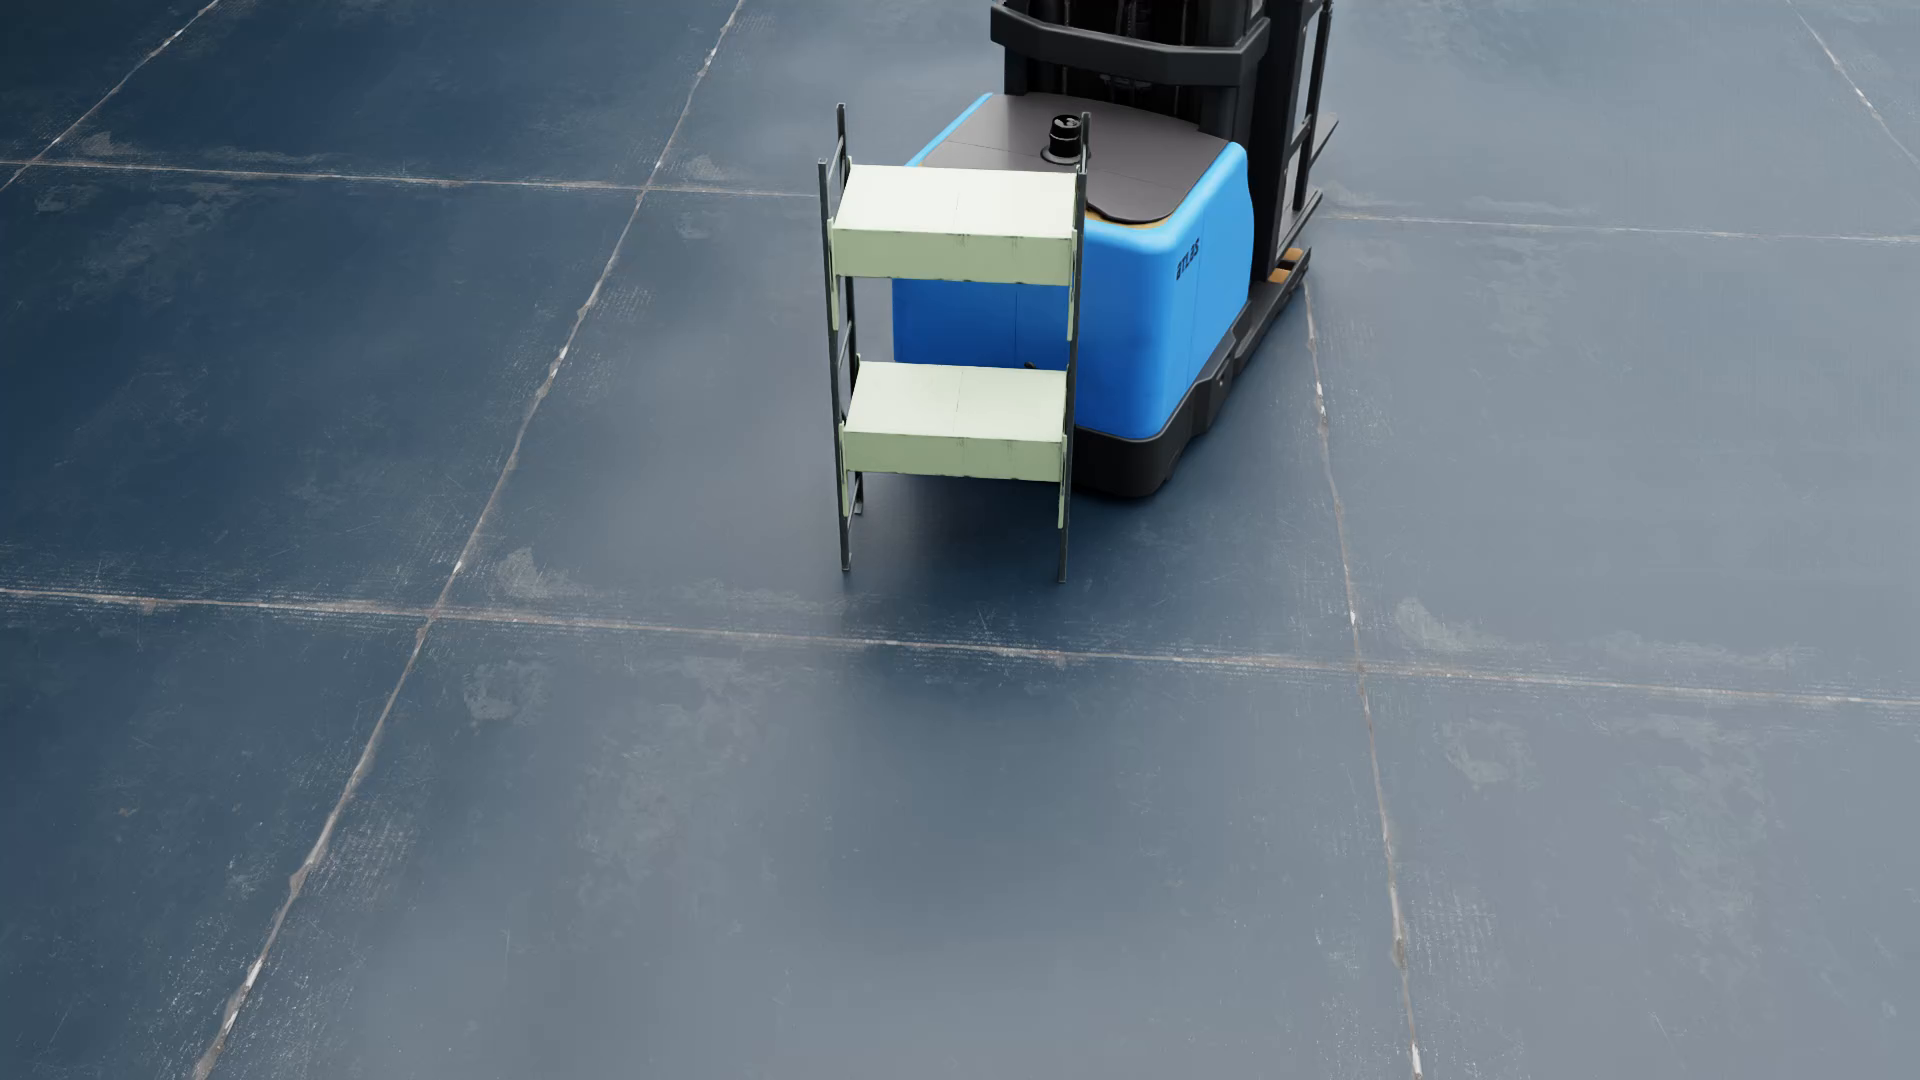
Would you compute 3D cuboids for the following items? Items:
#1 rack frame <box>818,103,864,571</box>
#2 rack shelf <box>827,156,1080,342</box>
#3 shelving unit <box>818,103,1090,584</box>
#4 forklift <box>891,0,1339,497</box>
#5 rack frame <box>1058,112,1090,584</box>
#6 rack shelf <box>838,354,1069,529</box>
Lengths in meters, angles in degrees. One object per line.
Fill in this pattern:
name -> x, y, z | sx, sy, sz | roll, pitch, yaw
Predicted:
rack frame -> -0.371, -0.602, 5.301 | 0.023, 1.500, 0.400 | 3, 39, 4
rack shelf -> -0.007, -0.885, 5.031 | 0.720, 0.370, 0.431 | 3, 39, 4
shelving unit -> -0.007, -0.582, 5.277 | 0.755, 1.500, 0.431 | 3, 39, 4
forklift -> 0.837, -2.212, 6.145 | 1.130, 2.935, 3.031 | 17, 42, 20
rack frame -> 0.358, -0.562, 5.252 | 0.023, 1.500, 0.400 | 3, 39, 4
rack shelf -> -0.007, -0.329, 5.483 | 0.720, 0.370, 0.431 | 3, 39, 4
